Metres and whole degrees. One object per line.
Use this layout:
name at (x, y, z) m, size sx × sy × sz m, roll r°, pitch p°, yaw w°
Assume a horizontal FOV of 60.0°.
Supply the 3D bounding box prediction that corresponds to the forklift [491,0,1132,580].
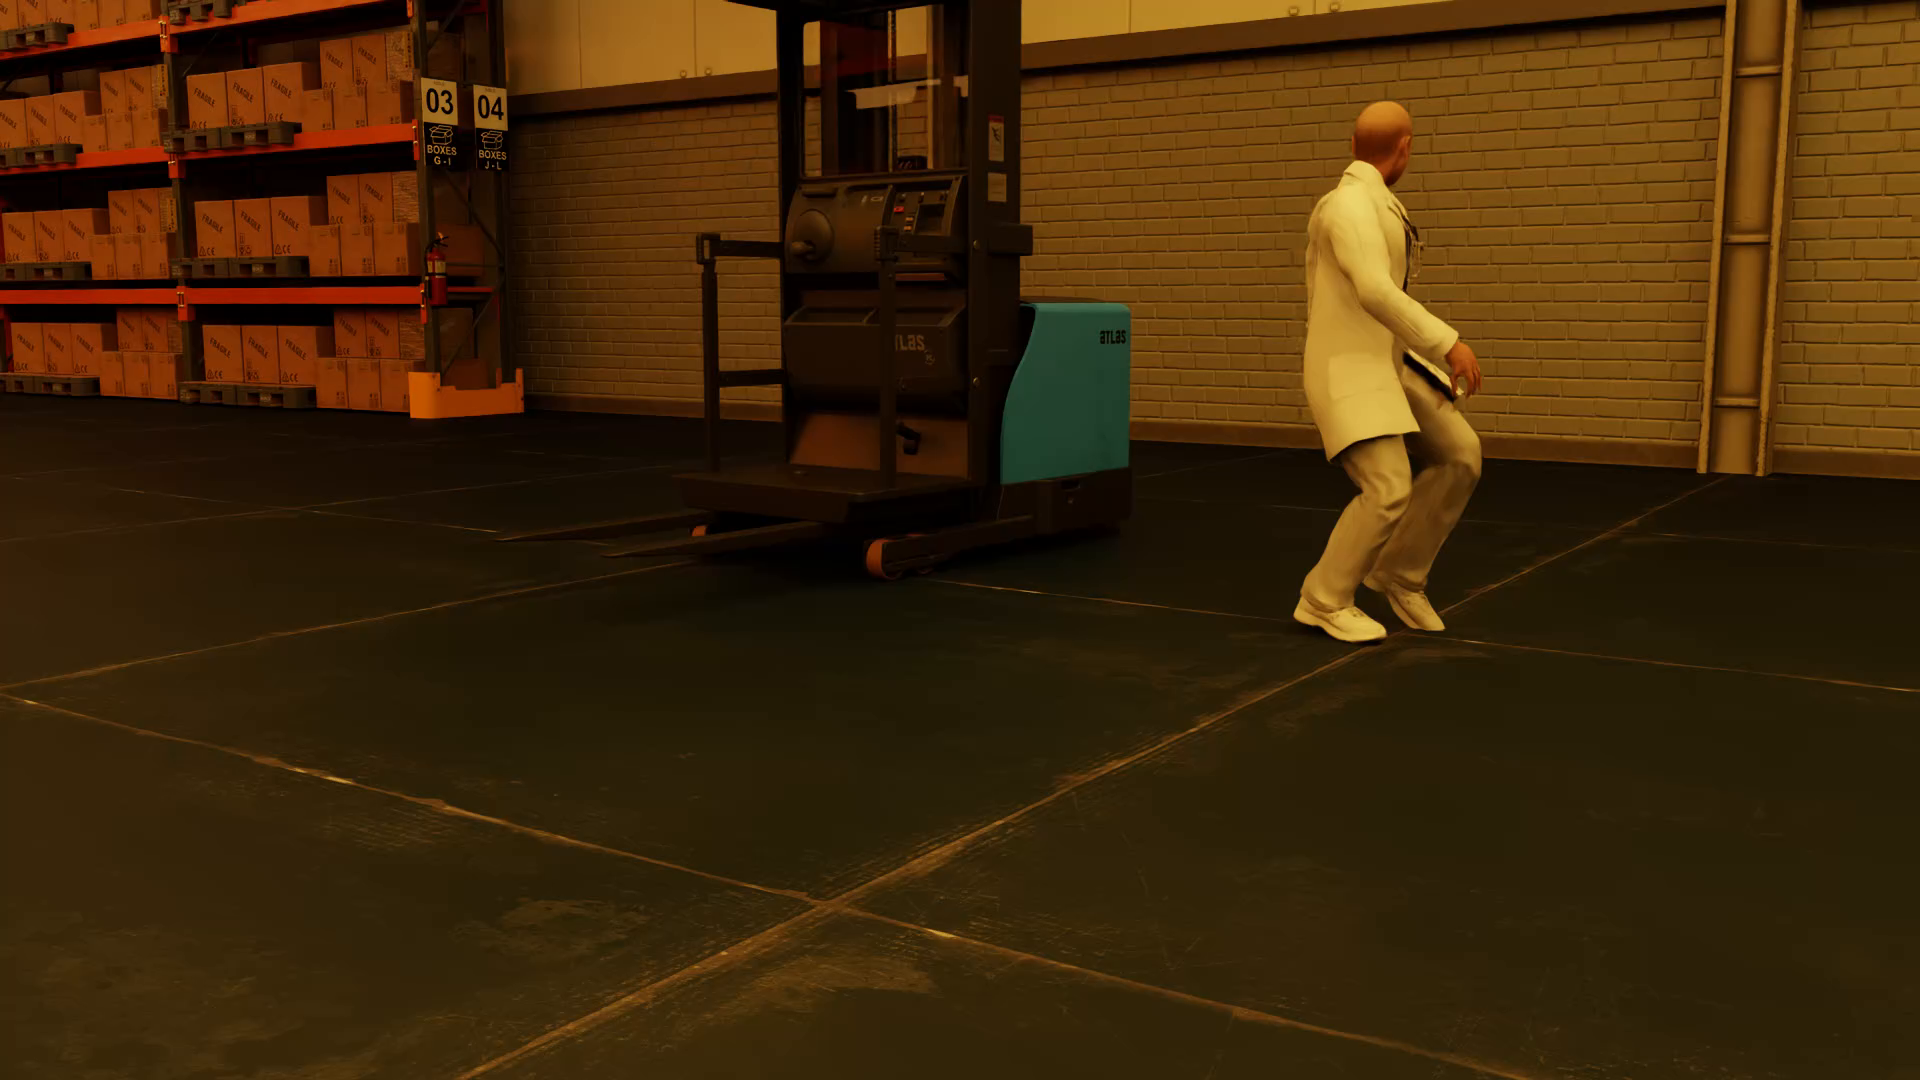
forklift at (-0.501, -1.372, 6.838) m, size 1.130 × 2.935 × 3.031 m, roll 6°, pitch 10°, yaw 38°

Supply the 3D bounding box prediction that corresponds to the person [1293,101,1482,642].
person at (1.334, -0.521, 5.356) m, size 0.757 × 1.730 × 0.773 m, roll 5°, pitch 10°, yaw 34°
